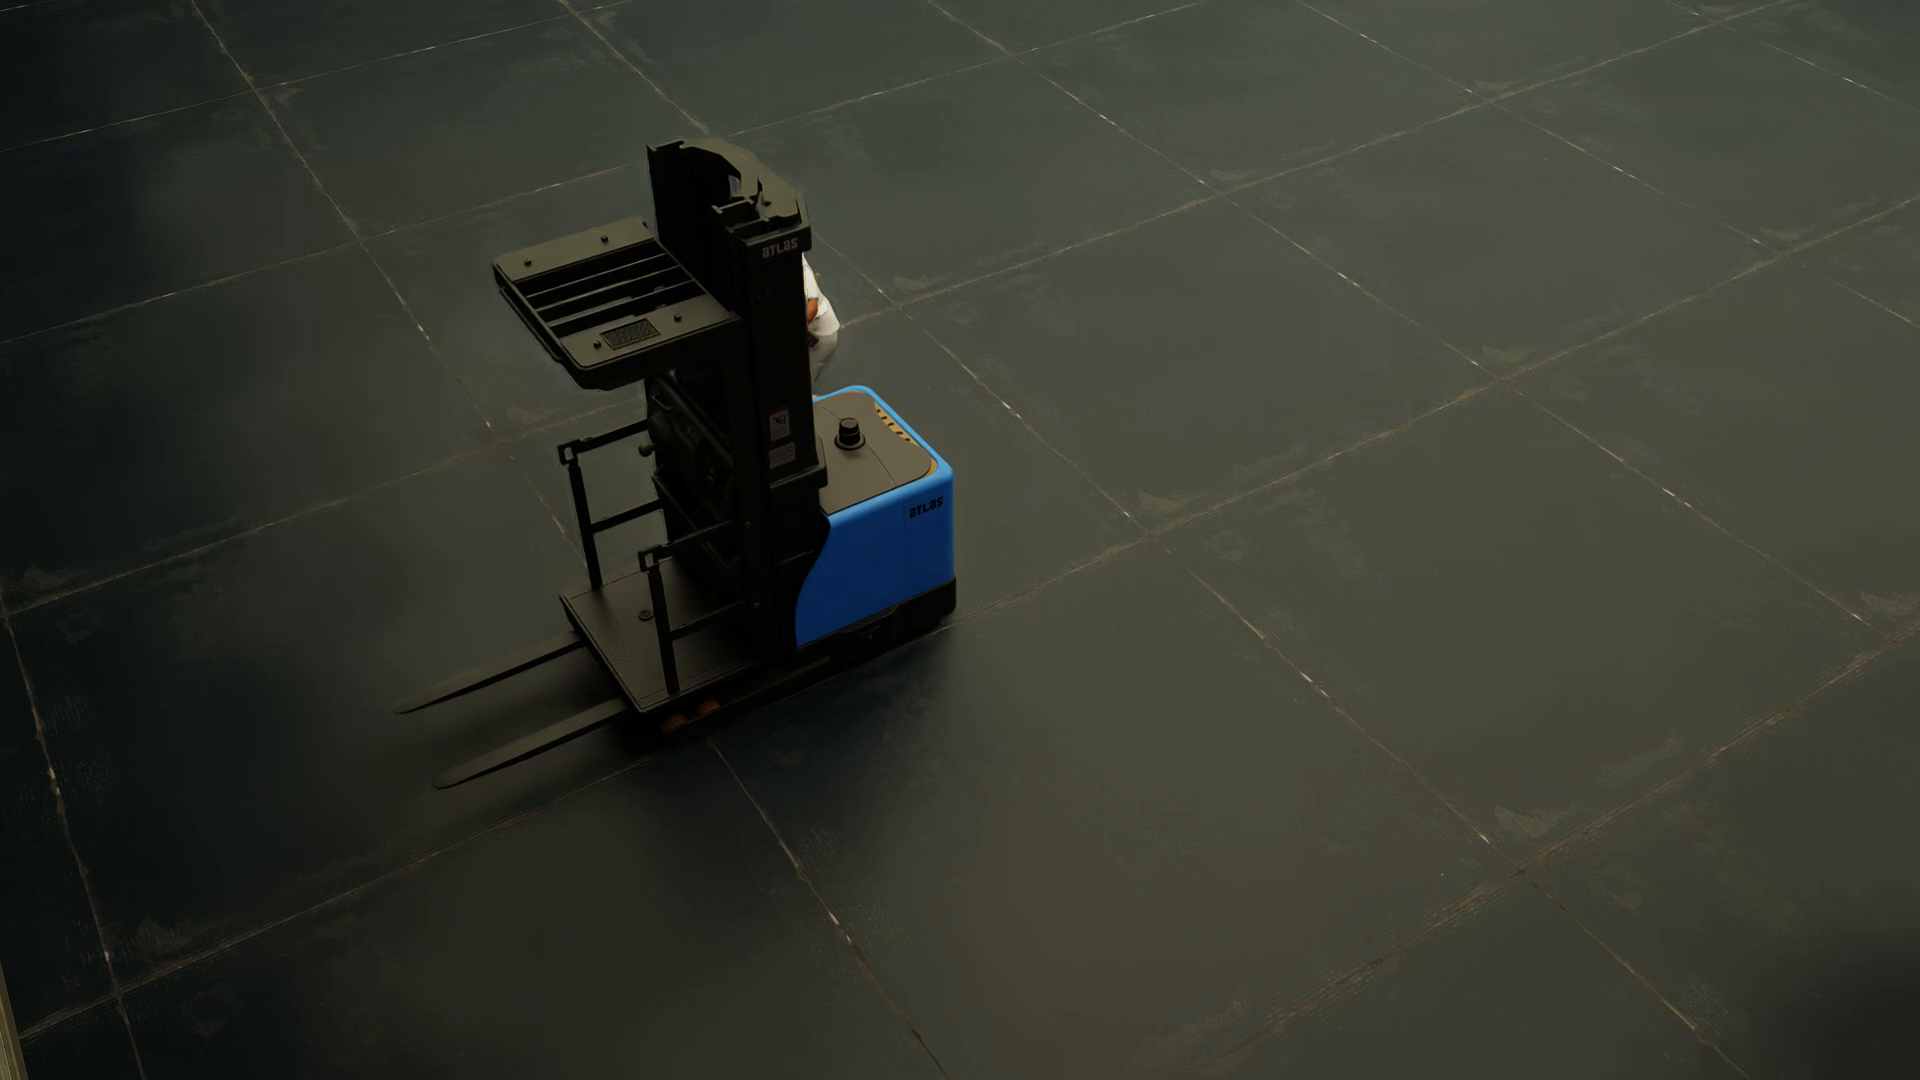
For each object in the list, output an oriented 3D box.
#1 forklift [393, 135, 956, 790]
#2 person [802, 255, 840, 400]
[{"bbox_3d":[-1.536,-0.412,8.342,3.031,2.935,1.130,-23,46,-24],"label":"forklift"},{"bbox_3d":[-1.053,-1.329,10.570,0.538,1.623,1.035,-10,42,-11],"label":"person"}]
